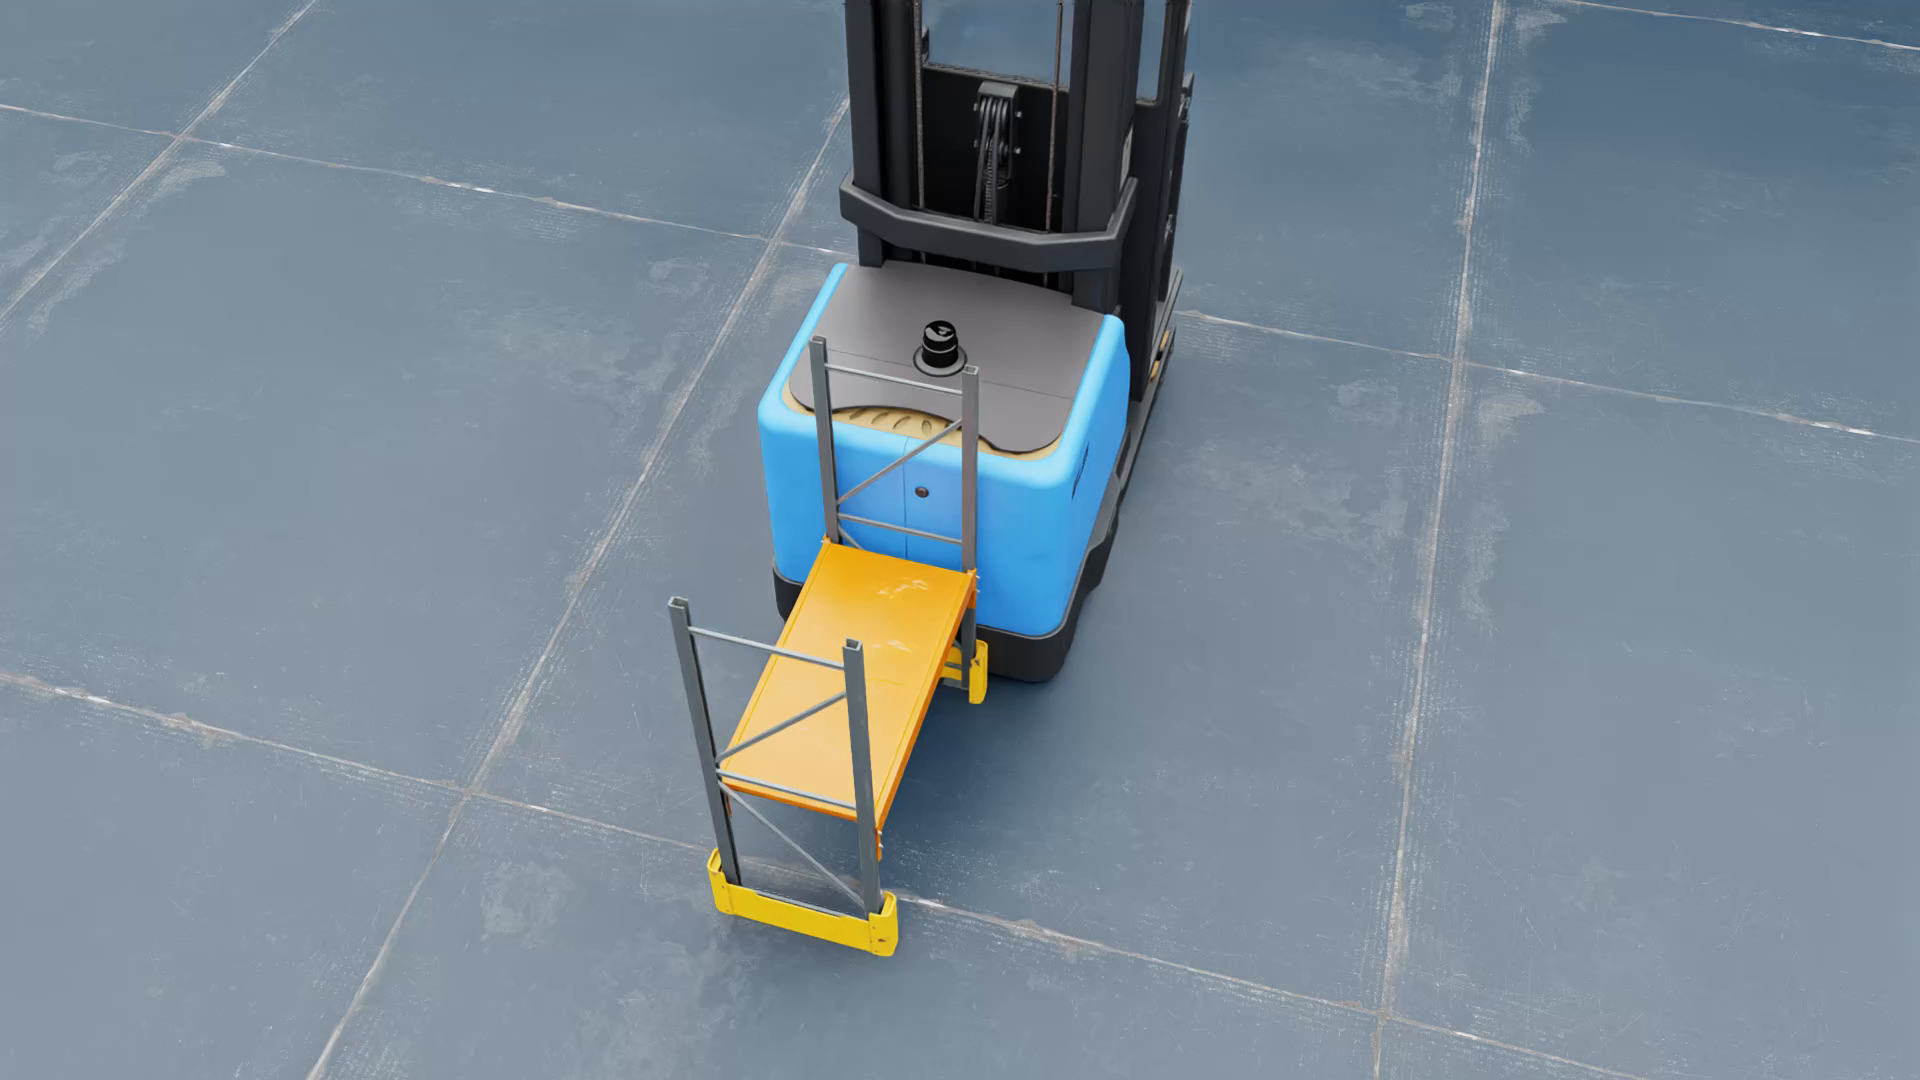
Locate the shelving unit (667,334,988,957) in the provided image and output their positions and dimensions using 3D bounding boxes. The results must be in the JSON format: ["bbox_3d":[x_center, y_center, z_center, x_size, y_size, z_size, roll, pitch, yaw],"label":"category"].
[{"bbox_3d":[-0.337,0.340,4.949,0.587,1.500,1.083,13,50,11],"label":"shelving unit"}]

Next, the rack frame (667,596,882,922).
[{"bbox_3d":[-0.480,0.699,4.633,0.500,1.500,0.032,13,50,11],"label":"rack frame"}]

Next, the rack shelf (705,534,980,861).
[{"bbox_3d":[-0.335,0.453,5.090,0.538,0.185,1.000,13,50,11],"label":"rack shelf"}]

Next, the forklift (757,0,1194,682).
[{"bbox_3d":[0.256,-1.614,5.720,1.130,2.935,3.031,13,50,11],"label":"forklift"}]

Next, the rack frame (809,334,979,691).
[{"bbox_3d":[-0.189,-0.032,5.278,0.500,1.500,0.032,13,50,11],"label":"rack frame"}]

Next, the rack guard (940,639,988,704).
[{"bbox_3d":[-0.195,0.396,5.734,0.587,0.250,0.087,13,50,11],"label":"rack guard"}]

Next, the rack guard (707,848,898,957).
[{"bbox_3d":[-0.479,1.112,5.102,0.587,0.250,0.087,13,50,11],"label":"rack guard"}]
